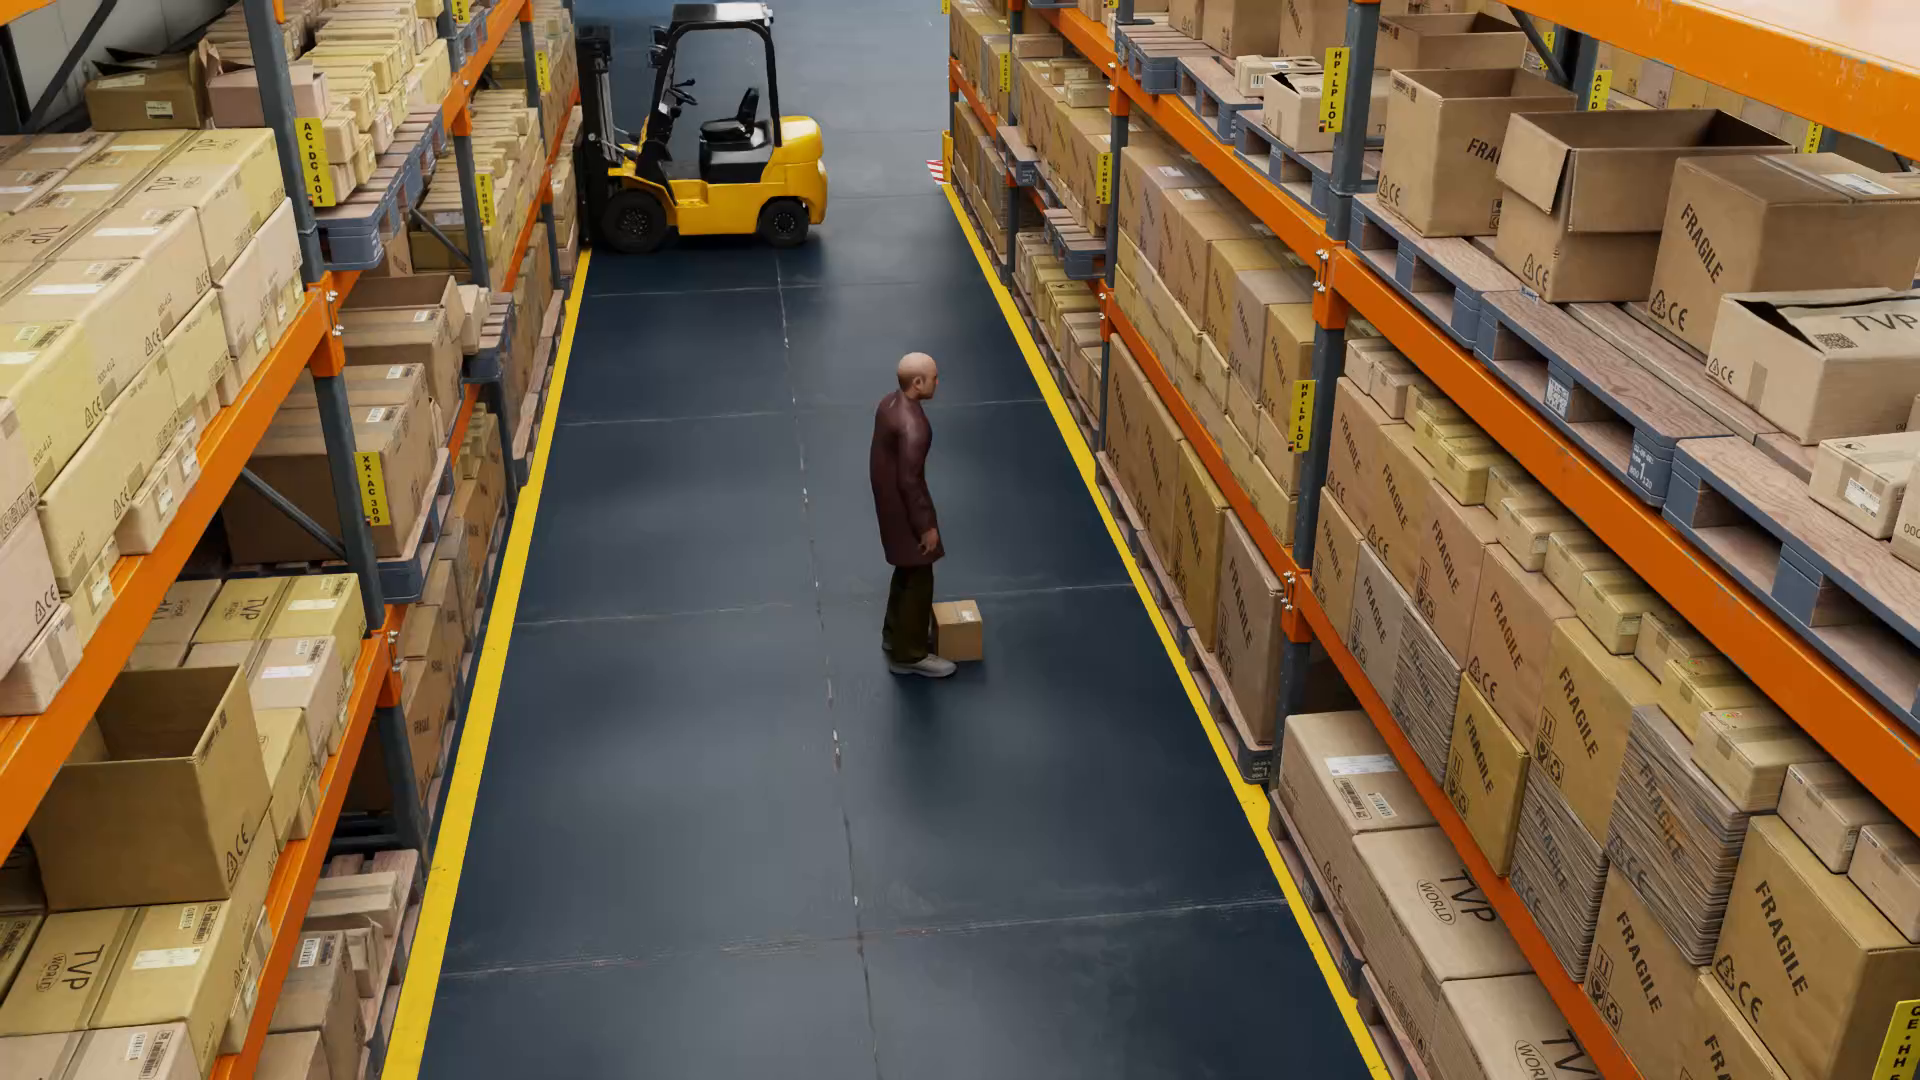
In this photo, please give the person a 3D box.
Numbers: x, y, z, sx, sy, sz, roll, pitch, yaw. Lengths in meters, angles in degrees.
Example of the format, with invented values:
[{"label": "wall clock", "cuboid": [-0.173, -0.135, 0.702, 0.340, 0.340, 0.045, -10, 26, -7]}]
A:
[{"label": "person", "cuboid": [-0.266, -0.157, 8.944, 0.418, 1.774, 0.656, -5, 27, -9]}]
